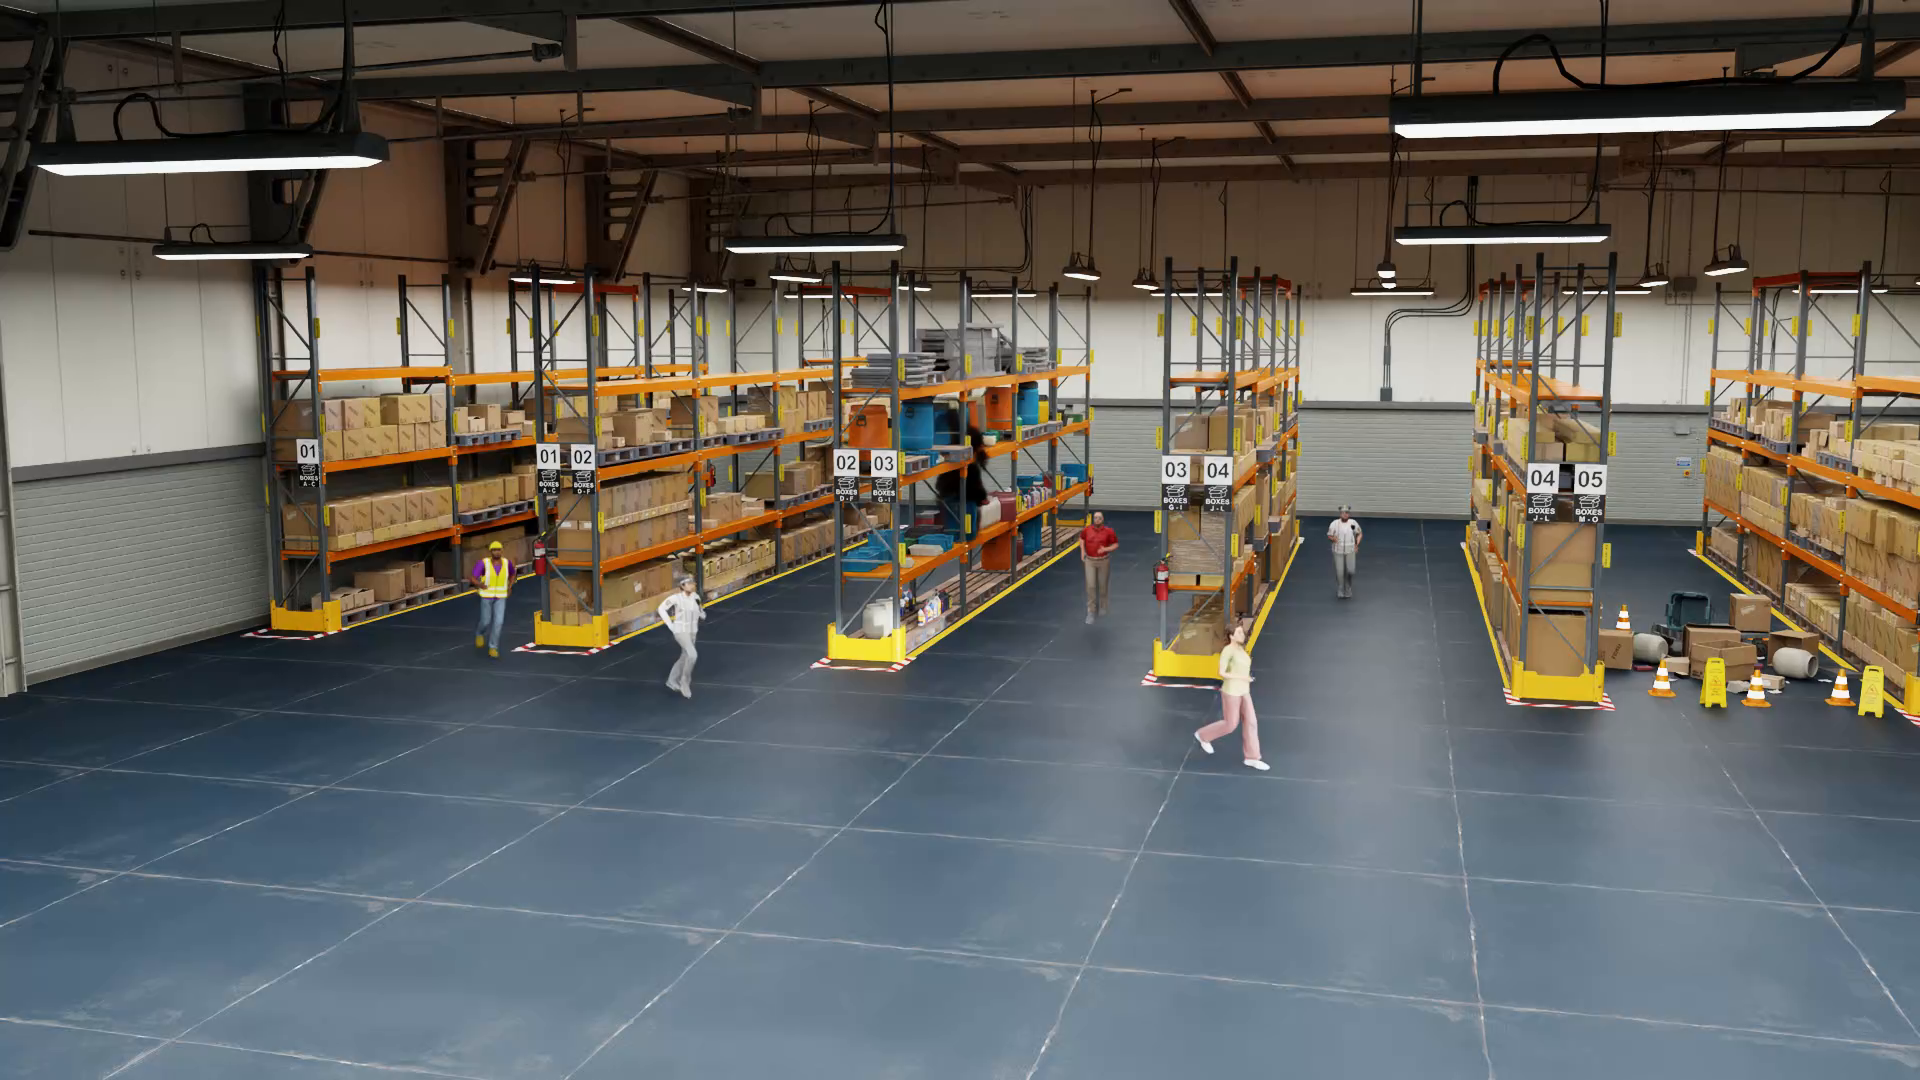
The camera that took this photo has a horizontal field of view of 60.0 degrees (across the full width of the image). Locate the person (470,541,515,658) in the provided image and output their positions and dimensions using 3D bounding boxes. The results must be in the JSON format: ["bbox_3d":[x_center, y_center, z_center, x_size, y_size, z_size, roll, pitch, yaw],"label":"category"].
[{"bbox_3d":[-7.195,0.889,25.691,0.708,1.758,0.862,-3,8,-26],"label":"person"}]

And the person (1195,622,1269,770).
[{"bbox_3d":[3.133,1.777,19.050,0.935,1.634,0.578,6,9,37],"label":"person"}]

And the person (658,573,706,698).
[{"bbox_3d":[-3.763,1.300,22.777,0.724,1.698,0.597,6,9,37],"label":"person"}]

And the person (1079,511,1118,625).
[{"bbox_3d":[2.249,0.435,27.118,0.662,1.800,0.709,1,7,10],"label":"person"}]

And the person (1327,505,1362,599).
[{"bbox_3d":[7.141,0.224,30.865,0.640,1.760,0.645,1,7,10],"label":"person"}]
